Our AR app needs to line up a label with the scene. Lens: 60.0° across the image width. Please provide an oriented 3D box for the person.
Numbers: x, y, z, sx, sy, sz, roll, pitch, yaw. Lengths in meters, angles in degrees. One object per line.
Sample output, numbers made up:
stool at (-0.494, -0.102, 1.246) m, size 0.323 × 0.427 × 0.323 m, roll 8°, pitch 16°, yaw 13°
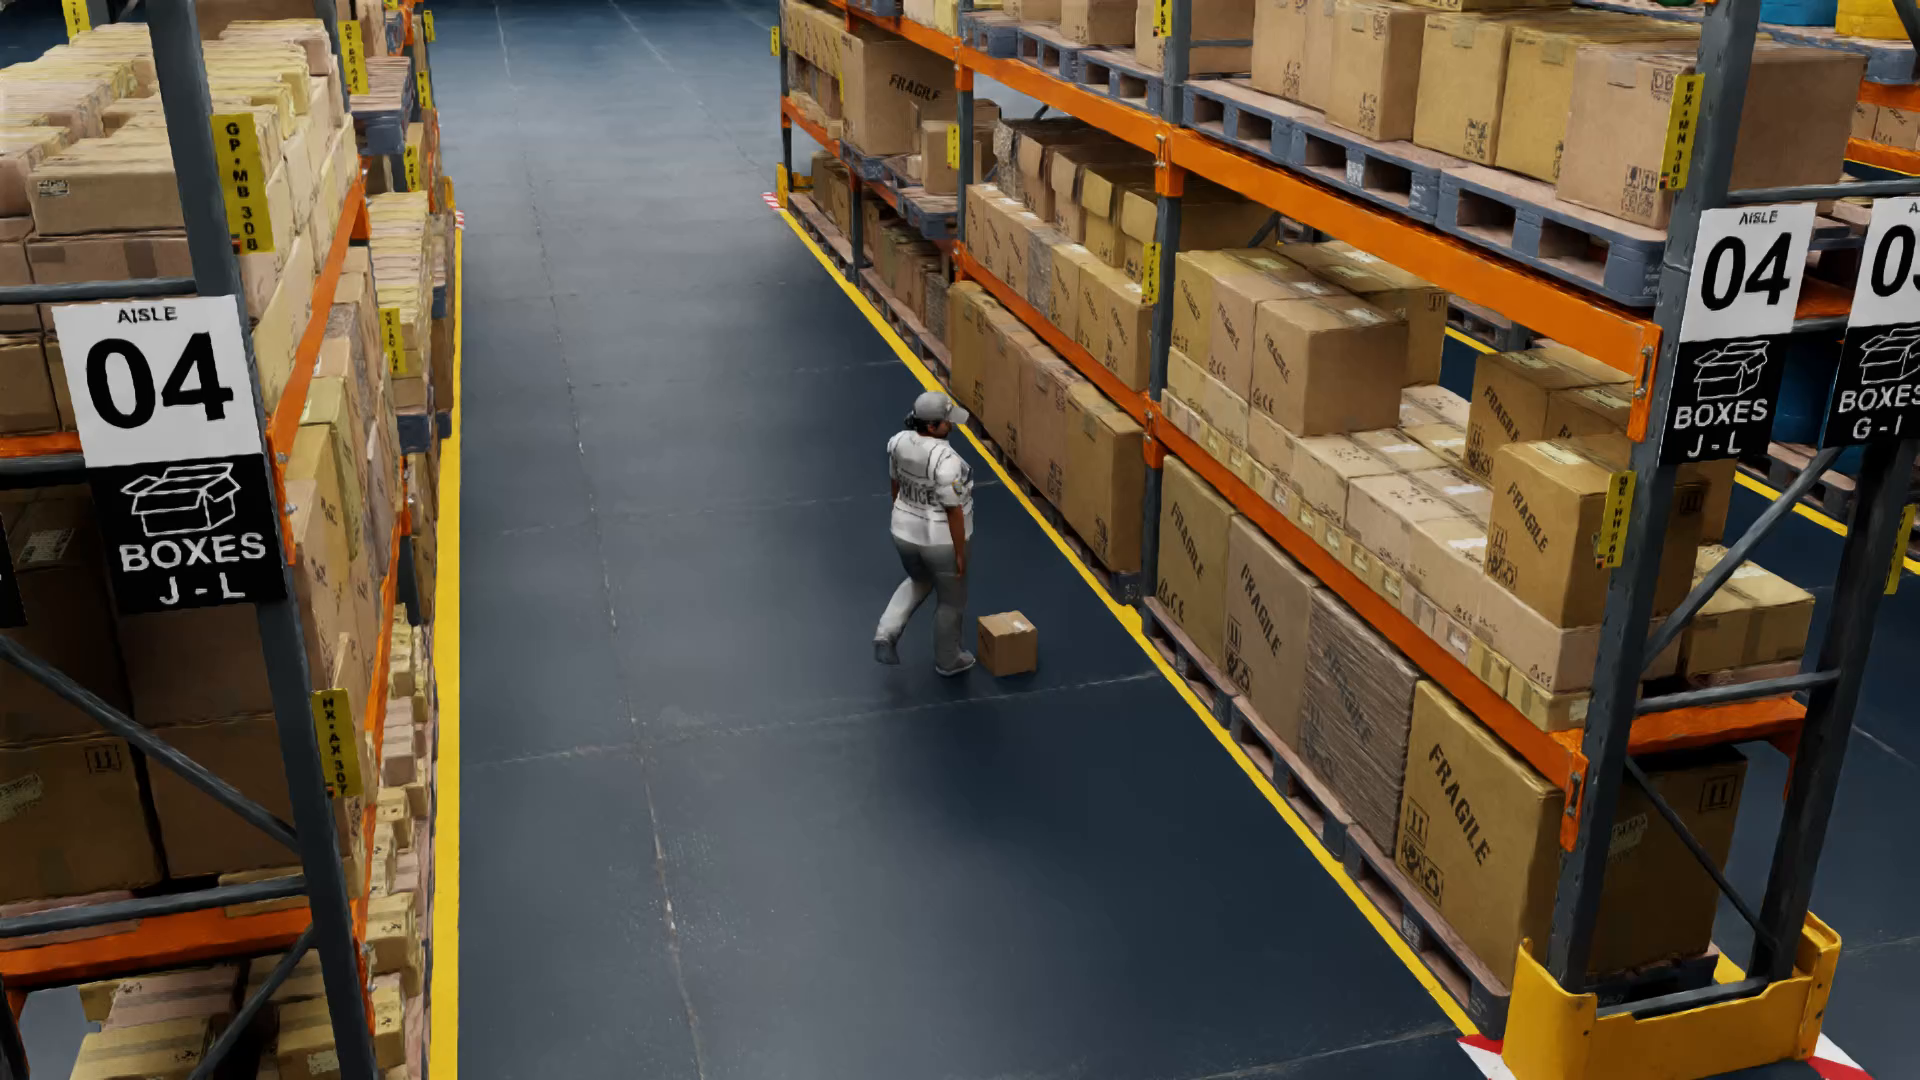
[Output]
person at (-0.139, -0.010, 8.636) m, size 0.523 × 1.664 × 0.637 m, roll 19°, pitch 30°, yaw 37°
